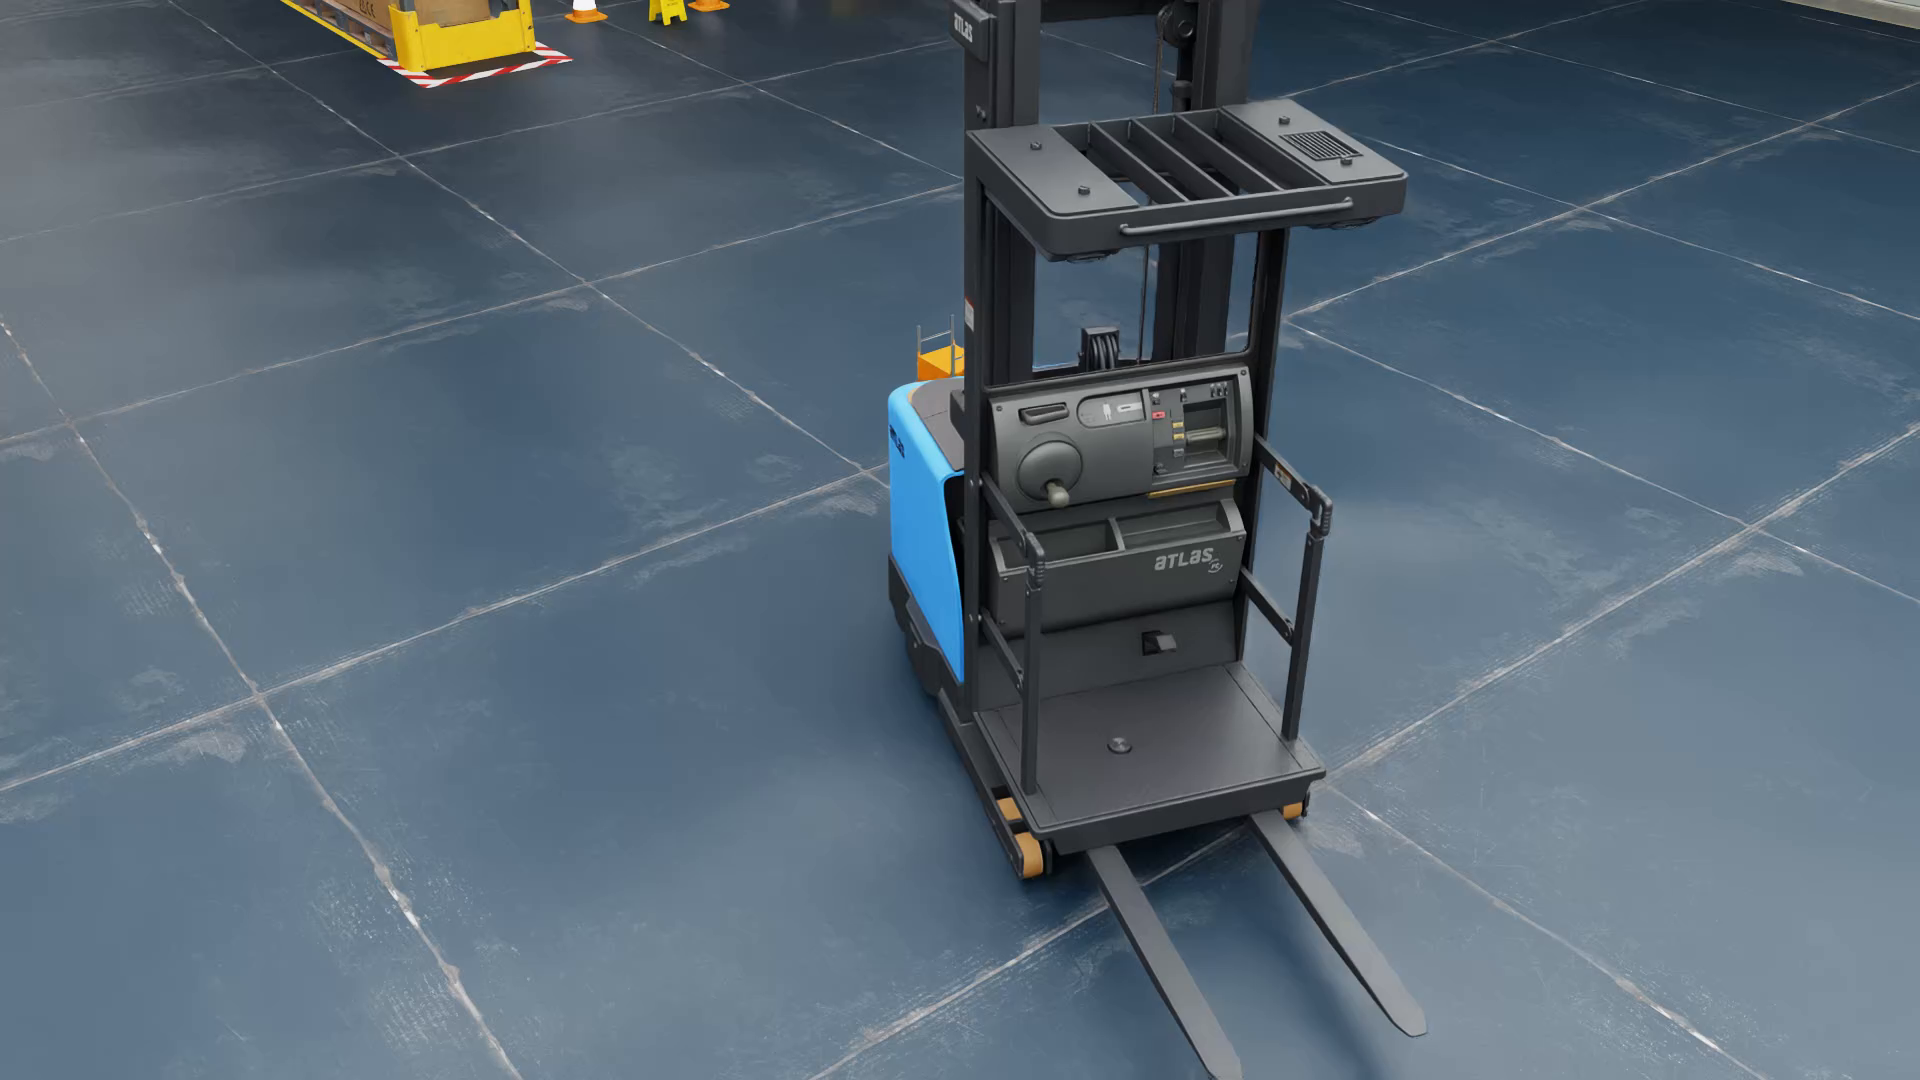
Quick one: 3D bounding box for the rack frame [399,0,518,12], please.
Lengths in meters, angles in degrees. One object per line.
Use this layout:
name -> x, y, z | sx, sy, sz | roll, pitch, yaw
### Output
rack frame -> -4.320, -5.518, 13.791 | 1.000, 3.000, 0.127 | -22, 38, -31

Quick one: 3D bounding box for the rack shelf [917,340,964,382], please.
rack shelf -> -0.033, -0.700, 7.365 | 0.215, 0.259, 0.240 | -22, 38, -31

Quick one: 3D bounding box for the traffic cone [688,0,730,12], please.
traffic cone -> -2.422, -5.345, 15.917 | 0.336, 0.463, 0.334 | -22, 38, -31

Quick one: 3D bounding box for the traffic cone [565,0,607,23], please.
traffic cone -> -3.523, -5.121, 15.556 | 0.336, 0.463, 0.334 | -22, 38, -31

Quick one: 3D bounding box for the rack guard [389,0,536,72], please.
rack guard -> -4.305, -4.446, 14.434 | 1.175, 0.500, 0.348 | -22, 38, -31

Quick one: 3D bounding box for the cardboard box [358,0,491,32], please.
cardboard box -> -4.788, -5.055, 14.661 | 0.875, 0.875, 0.875 | -22, 38, -31

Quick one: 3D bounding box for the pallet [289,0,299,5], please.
pallet -> -6.368, -5.658, 16.660 | 1.003, 0.211, 1.213 | -22, 38, -31

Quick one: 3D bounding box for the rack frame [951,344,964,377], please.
rack frame -> 0.042, -0.417, 7.427 | 0.200, 1.050, 0.008 | -22, 38, -31

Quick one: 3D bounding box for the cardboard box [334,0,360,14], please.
cardboard box -> -5.329, -5.421, 15.251 | 0.875, 0.875, 0.875 | -23, 39, -32

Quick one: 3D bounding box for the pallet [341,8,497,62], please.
pallet -> -4.872, -4.641, 15.023 | 1.003, 0.211, 1.213 | -22, 38, -31

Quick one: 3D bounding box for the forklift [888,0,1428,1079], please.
forklift -> 0.623, -0.295, 5.447 | 1.130, 2.935, 3.031 | -9, 33, -15

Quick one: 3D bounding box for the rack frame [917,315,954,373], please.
rack frame -> -0.108, -0.519, 7.591 | 0.200, 1.050, 0.008 | -22, 38, -31

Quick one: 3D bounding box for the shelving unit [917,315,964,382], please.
shelving unit -> -0.033, -0.468, 7.509 | 0.215, 1.050, 0.252 | -22, 38, -31

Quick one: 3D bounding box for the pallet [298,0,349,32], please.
pallet -> -5.616, -5.149, 15.841 | 1.003, 0.211, 1.213 | -22, 38, -31

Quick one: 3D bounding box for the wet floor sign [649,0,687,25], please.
wet floor sign -> -2.738, -5.146, 15.424 | 0.232, 0.644, 0.267 | 26, 40, 35
